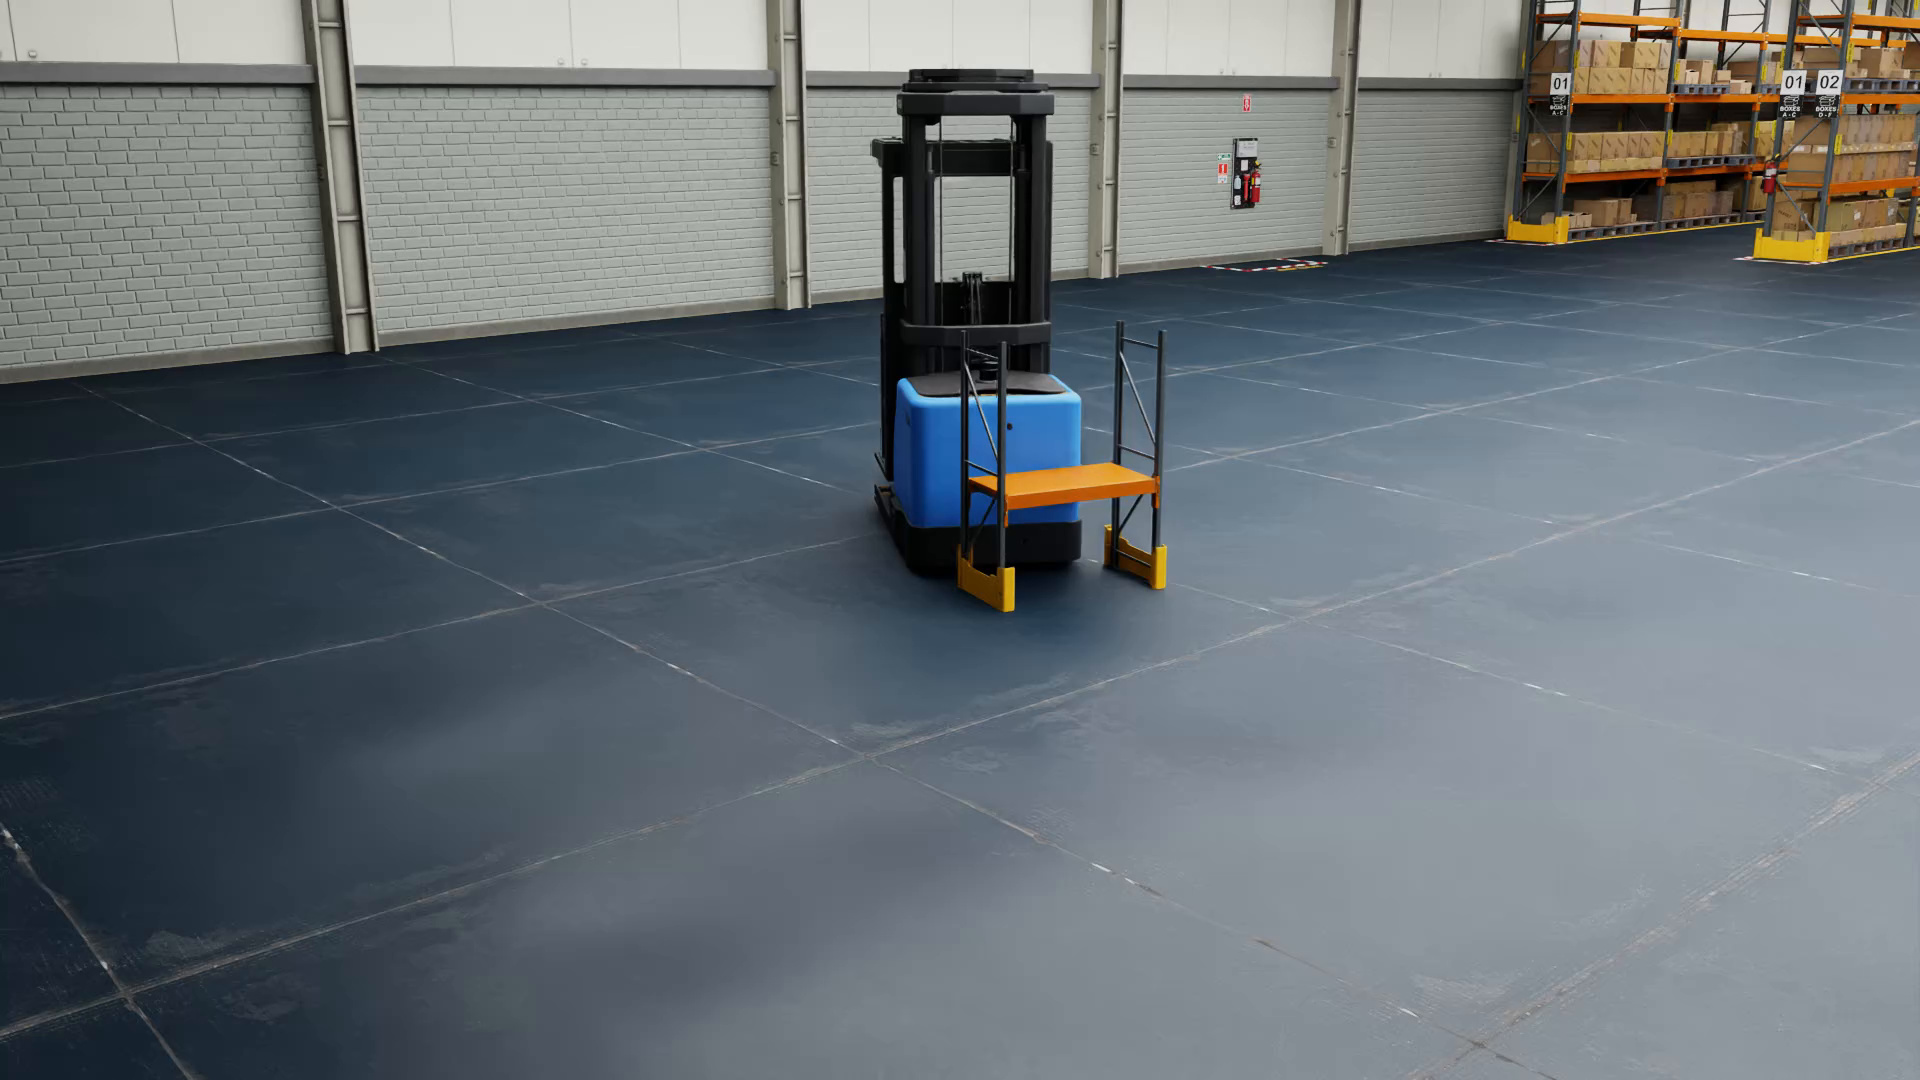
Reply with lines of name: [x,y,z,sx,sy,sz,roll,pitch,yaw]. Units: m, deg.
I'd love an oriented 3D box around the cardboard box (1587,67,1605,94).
cardboard box: [12.200,-8.958,32.428,0.500,0.500,0.500,-11,19,-36]

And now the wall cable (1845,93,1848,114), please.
wall cable: [23.770,-10.961,44.004,1.851,1.984,0.084,-13,19,-39]

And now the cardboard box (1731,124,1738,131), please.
cardboard box: [17.150,-9.224,37.166,0.380,0.149,0.250,13,20,40]

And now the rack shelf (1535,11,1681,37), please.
rack shelf: [12.864,-10.247,33.074,4.000,0.370,1.077,-13,19,-39]

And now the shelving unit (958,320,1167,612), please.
shelving unit: [0.592,-0.451,9.532,1.083,1.500,0.587,-7,17,-25]

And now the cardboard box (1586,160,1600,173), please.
cardboard box: [12.314,-7.407,32.921,0.500,0.250,0.500,-13,20,-41]

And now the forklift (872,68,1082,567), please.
forklift: [0.010,-1.590,11.023,1.130,2.935,3.031,-2,15,-8]

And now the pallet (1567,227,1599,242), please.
pallet: [12.049,-6.155,33.384,1.213,0.211,1.003,-13,19,-39]

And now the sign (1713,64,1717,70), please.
sign: [17.032,-10.561,37.506,0.005,0.325,0.100,-13,19,-39]

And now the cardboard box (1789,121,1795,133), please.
cardboard box: [19.063,-9.569,38.499,0.500,0.250,0.500,-13,20,-40]

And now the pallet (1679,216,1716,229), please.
pallet: [15.880,-7.029,36.656,1.213,0.211,1.003,-13,19,-39]

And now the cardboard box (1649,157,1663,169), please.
cardboard box: [14.214,-7.834,34.519,0.500,0.250,0.500,-13,19,-39]

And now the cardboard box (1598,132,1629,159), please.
cardboard box: [13.068,-7.938,33.455,0.500,0.500,0.500,-12,19,-38]

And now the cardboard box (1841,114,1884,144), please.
cardboard box: [16.161,-7.416,29.994,0.500,0.500,0.700,-13,19,-39]

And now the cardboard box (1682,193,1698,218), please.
cardboard box: [15.685,-7.345,36.426,0.500,0.500,0.700,-12,19,-39]

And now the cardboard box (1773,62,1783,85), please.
cardboard box: [18.510,-10.708,38.168,0.500,0.500,0.700,-11,19,-37]

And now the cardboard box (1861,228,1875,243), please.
cardboard box: [16.293,-5.571,30.307,0.500,0.250,0.500,-13,19,-39]

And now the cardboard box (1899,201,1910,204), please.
cardboard box: [18.511,-6.516,32.759,0.500,0.311,0.500,-13,20,-40]

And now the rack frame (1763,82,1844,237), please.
rack frame: [14.610,-6.395,28.878,0.127,3.000,1.000,-13,19,-39]

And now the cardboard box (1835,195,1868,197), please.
cardboard box: [16.700,-6.205,31.230,0.500,0.500,0.500,-13,19,-39]

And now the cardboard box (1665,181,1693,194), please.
cardboard box: [15.637,-7.696,36.286,0.500,0.250,0.500,-13,20,-41]

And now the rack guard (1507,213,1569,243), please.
rack guard: [11.413,-6.164,32.857,0.348,0.500,1.175,-13,19,-39]

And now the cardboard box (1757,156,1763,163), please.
cardboard box: [17.987,-8.654,37.783,0.250,0.149,0.380,-12,19,-39]

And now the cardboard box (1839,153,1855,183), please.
cardboard box: [15.363,-6.610,29.489,0.500,0.500,0.700,-12,19,-38]

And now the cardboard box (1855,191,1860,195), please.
cardboard box: [22.206,-8.756,41.748,0.500,0.500,0.700,-13,20,-41]

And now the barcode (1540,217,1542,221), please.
barcode: [11.687,-6.457,33.452,0.075,0.075,0.001,-13,19,-39]

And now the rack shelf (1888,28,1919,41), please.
rack shelf: [19.136,-9.769,32.054,4.000,0.370,1.077,-13,19,-39]

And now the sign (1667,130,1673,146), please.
sign: [14.735,-8.350,34.521,0.005,0.325,0.100,-13,19,-39]

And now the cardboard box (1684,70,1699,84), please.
cardboard box: [15.302,-9.827,35.272,0.500,0.311,0.500,-12,19,-38]

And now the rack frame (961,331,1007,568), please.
rack frame: [0.127,-0.392,9.313,0.032,1.500,0.500,-7,17,-25]

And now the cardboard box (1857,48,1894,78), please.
cardboard box: [16.042,-8.391,29.260,0.500,0.500,0.500,-13,19,-39]

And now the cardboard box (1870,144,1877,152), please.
cardboard box: [16.207,-7.041,29.848,0.250,0.149,0.380,-12,19,-39]

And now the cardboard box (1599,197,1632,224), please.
cardboard box: [13.616,-6.858,34.602,0.500,0.500,0.500,14,21,43]

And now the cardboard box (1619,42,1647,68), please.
cardboard box: [13.379,-9.703,33.282,0.500,0.500,0.500,-14,20,-41]

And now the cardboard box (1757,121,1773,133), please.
cardboard box: [18.307,-9.396,37.851,0.500,0.250,0.500,-13,20,-40]

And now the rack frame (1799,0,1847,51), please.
rack frame: [20.408,-12.290,39.323,0.127,3.000,1.000,-13,19,-39]

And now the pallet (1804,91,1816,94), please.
pallet: [19.749,-10.583,39.117,1.217,0.209,0.805,-14,20,-42]

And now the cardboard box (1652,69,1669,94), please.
cardboard box: [14.152,-9.409,34.119,0.500,0.500,0.500,-12,19,-38]

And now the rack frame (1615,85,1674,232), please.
rack frame: [14.373,-8.036,35.023,0.127,3.000,1.000,-13,19,-39]

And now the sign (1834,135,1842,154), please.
sign: [14.970,-6.742,28.348,0.005,0.325,0.100,-13,19,-39]

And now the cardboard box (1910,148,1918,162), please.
cardboard box: [18.615,-7.337,32.212,0.500,0.500,0.500,-11,18,-35]

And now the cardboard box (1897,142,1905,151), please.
cardboard box: [17.179,-7.260,30.667,0.250,0.149,0.380,-13,20,-41]

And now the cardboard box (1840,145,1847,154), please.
cardboard box: [15.245,-6.826,29.043,0.250,0.149,0.380,-13,20,-41]

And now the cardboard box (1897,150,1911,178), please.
cardboard box: [17.297,-7.044,31.116,0.500,0.500,0.700,-13,20,-41]

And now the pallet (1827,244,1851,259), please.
pallet: [15.159,-5.185,29.754,1.213,0.211,1.003,-13,19,-39]

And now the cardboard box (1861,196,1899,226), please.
cardboard box: [17.036,-6.106,30.857,0.500,0.500,0.500,-13,19,-39]

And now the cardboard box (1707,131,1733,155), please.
cardboard box: [16.638,-8.793,36.811,0.700,0.500,0.500,14,20,42]

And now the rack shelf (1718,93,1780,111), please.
rack shelf: [18.899,-10.154,38.534,4.000,0.370,1.077,-13,19,-39]

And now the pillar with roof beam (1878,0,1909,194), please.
pillar with roof beam: [27.720,-12.755,41.065,0.400,9.000,9.100,-13,19,-39]

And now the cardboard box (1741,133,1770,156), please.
cardboard box: [17.925,-8.948,37.628,0.500,0.500,0.500,-12,19,-38]

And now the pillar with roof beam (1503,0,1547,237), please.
pillar with roof beam: [14.141,-9.706,29.649,0.400,9.000,9.100,-13,19,-39]
